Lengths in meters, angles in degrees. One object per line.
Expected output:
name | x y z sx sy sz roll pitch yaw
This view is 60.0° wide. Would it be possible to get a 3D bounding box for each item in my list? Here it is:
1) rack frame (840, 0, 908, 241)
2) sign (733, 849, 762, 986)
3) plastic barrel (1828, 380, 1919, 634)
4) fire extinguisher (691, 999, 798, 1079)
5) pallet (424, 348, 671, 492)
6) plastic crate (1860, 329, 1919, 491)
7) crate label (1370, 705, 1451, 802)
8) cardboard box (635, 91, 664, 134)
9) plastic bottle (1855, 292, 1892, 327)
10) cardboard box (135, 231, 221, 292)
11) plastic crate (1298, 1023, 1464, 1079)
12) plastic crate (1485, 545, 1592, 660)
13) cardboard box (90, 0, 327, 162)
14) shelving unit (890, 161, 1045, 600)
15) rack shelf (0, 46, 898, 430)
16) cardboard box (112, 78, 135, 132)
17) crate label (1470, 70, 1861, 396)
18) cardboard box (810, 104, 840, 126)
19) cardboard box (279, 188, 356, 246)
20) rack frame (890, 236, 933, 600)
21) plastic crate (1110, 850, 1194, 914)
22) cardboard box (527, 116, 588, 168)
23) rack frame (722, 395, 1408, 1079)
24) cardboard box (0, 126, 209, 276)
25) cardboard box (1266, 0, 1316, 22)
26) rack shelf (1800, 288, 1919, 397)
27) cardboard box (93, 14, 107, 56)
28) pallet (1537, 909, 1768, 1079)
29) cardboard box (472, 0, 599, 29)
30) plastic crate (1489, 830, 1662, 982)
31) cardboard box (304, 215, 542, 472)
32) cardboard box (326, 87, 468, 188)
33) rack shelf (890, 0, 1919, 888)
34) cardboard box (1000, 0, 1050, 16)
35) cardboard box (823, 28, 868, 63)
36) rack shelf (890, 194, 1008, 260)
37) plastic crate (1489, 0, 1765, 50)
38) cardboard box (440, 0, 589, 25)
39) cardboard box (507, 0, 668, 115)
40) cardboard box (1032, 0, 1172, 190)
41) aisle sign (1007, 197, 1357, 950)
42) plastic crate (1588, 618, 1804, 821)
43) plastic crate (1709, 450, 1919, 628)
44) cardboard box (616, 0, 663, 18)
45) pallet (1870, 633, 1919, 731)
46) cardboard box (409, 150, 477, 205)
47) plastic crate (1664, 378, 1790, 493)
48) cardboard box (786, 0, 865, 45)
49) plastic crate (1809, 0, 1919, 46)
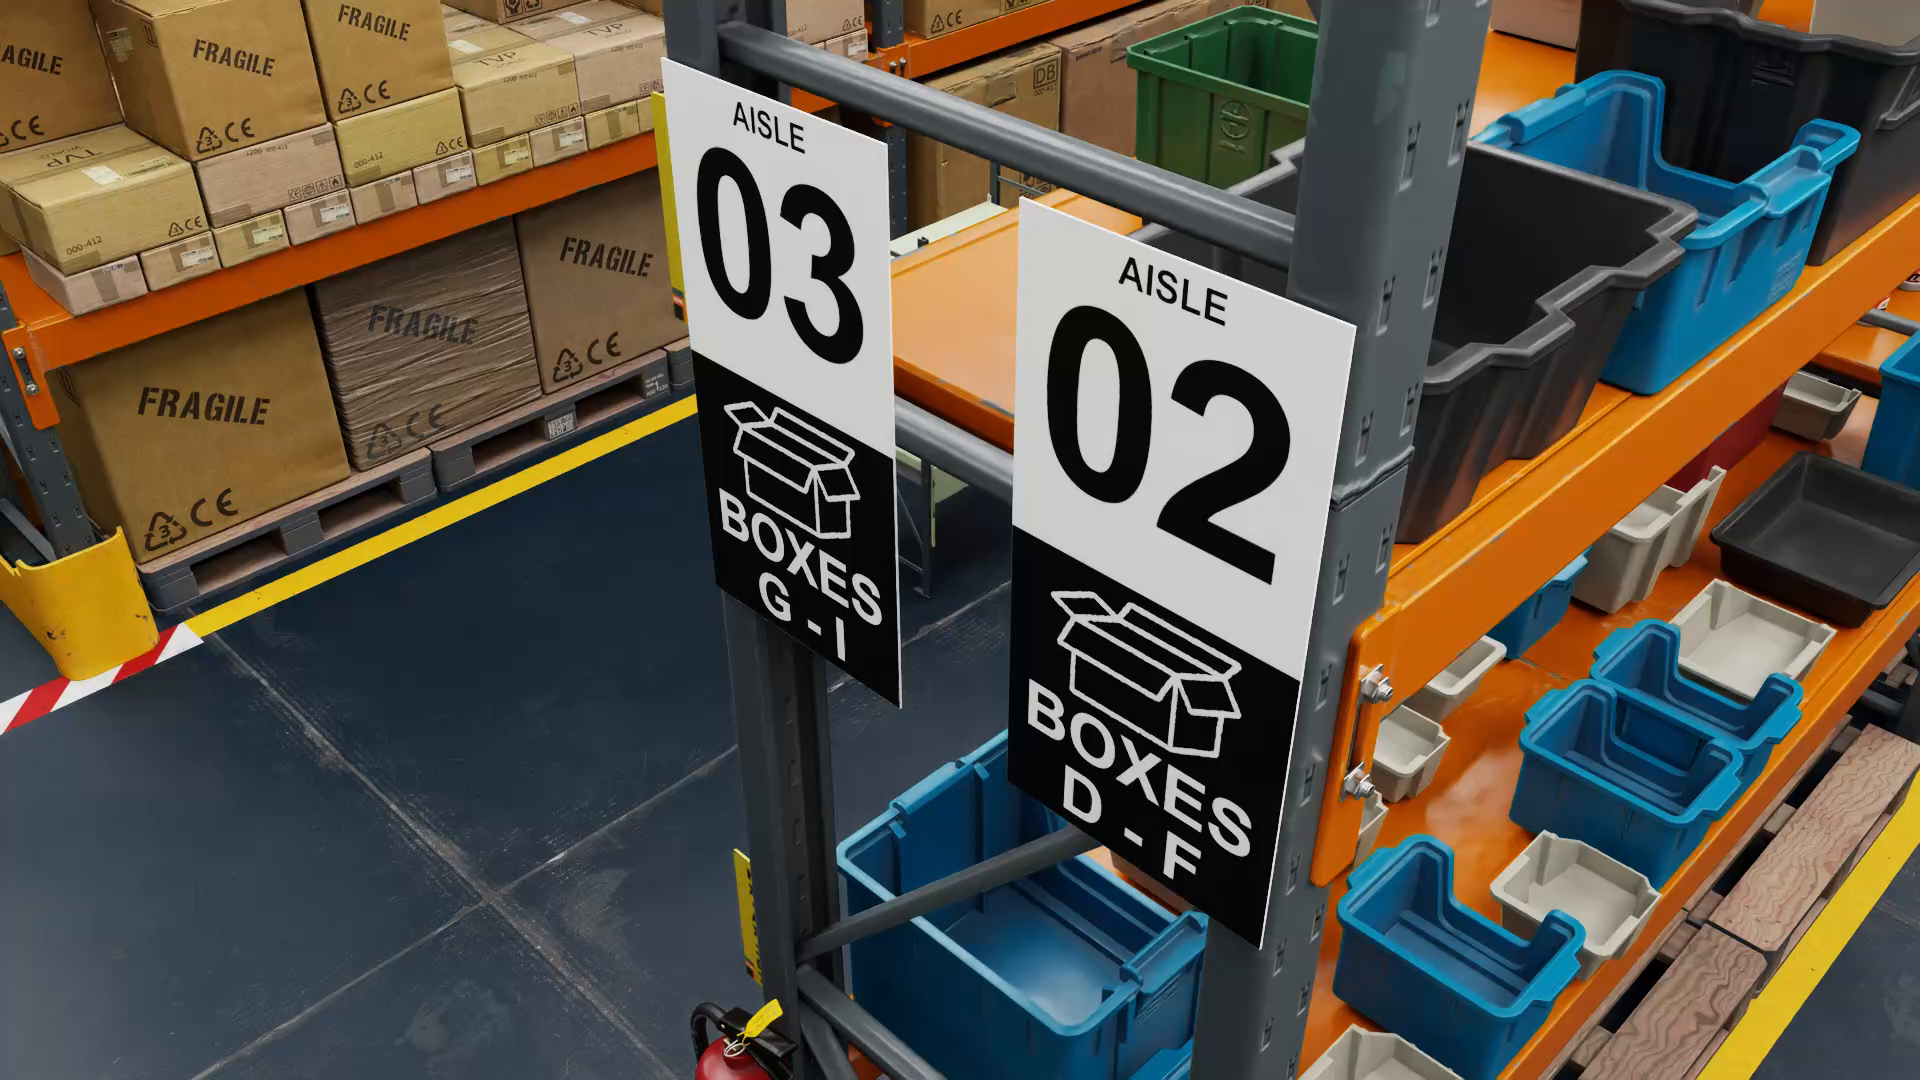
rack frame | -0.656 -2.642 7.916 1.000 3.000 0.127 30 45 35
sign | -0.362 0.696 2.988 0.100 0.325 0.005 30 45 35
plastic barrel | 3.254 -0.171 5.841 0.600 0.901 0.708 30 45 35
fire extinguisher | -0.389 1.041 3.029 0.296 0.674 0.183 30 45 35
pallet | -2.107 -0.724 7.603 1.003 0.211 1.213 30 45 35
plastic crate | 2.771 -0.337 4.573 0.392 0.384 0.575 30 45 35
crate label | 0.880 0.423 3.700 0.396 0.136 0.243 30 45 35
cardboard box | -1.364 -1.865 7.022 0.250 0.149 0.380 -29 44 -35
plastic bottle | 3.008 -0.812 5.466 0.097 0.201 0.097 0 35 0
cardboard box | -2.811 -1.031 5.826 0.380 0.149 0.250 29 44 35
plastic crate | 0.732 0.997 2.876 0.250 0.136 0.298 30 45 35
plastic crate | 1.305 0.085 4.100 0.416 0.233 0.300 30 45 35
cardboard box | -2.593 -1.675 5.746 0.500 0.500 0.500 28 44 34
shelving unit | 0.005 -0.618 6.325 0.431 1.500 0.755 30 45 35
rack shelf | -2.066 -1.535 6.958 1.077 0.370 4.000 30 45 35
cardboard box | -2.964 -1.588 6.276 0.500 0.250 0.500 29 44 35
crate label | 0.919 -0.436 2.260 0.408 0.251 0.502 30 45 35
cardboard box | -1.178 -1.707 8.066 0.875 0.875 0.875 30 45 35
cardboard box | -2.448 -1.242 6.128 0.380 0.149 0.250 29 44 35
rack frame | -0.253 -0.469 6.112 0.400 1.500 0.023 30 45 35
plastic crate | 0.486 0.657 3.363 0.396 0.136 0.243 30 45 35
cardboard box | -1.724 -1.659 6.726 0.250 0.149 0.380 -29 44 -35
rack frame | 0.040 0.978 2.726 1.000 3.000 0.127 30 45 35
cardboard box | -2.945 -1.165 5.669 0.500 0.250 0.500 28 44 34
cardboard box | 1.661 -3.295 10.343 1.225 0.875 0.875 27 43 33
rack shelf | 4.267 -1.163 6.424 1.077 0.370 4.000 30 45 35
cardboard box | -5.291 -3.064 10.126 0.380 0.149 0.250 30 45 35
pallet | 1.508 1.310 4.688 1.003 0.211 1.213 30 45 35
cardboard box | -1.888 -2.205 7.161 0.500 0.250 0.500 -29 44 -35
plastic crate | 1.210 0.722 3.271 0.250 0.136 0.298 30 45 35
cardboard box | -2.439 -0.981 7.024 0.875 0.875 0.875 30 45 35
cardboard box | -2.227 -1.581 6.266 0.500 0.250 0.500 28 44 34
rack shelf | 1.449 -0.769 3.238 1.077 0.370 4.000 30 45 35
cardboard box | 0.199 -2.974 8.304 0.500 0.500 0.500 30 45 35
cardboard box | -0.639 -2.283 7.621 0.250 0.149 0.380 -30 45 -35
rack shelf | 0.005 -0.938 6.102 0.431 0.370 0.720 30 45 35
plastic crate | 1.320 -1.083 3.289 0.437 0.136 0.530 30 45 35
cardboard box | -1.891 -2.509 6.941 0.500 0.500 0.500 28 44 34
cardboard box | -1.504 -1.999 6.866 0.500 0.250 0.500 -29 44 -35
cardboard box | 0.409 -2.574 9.309 1.225 0.875 0.875 28 44 34
aisle sign | 0.200 0.060 1.769 0.394 0.787 0.004 30 45 35
plastic crate | 1.587 0.398 3.651 0.416 0.233 0.300 30 45 35
plastic crate | 2.260 0.005 4.309 0.437 0.125 0.590 30 45 35
cardboard box | -1.147 -2.514 6.948 0.500 0.500 0.500 -29 44 -35
pallet | 3.432 0.201 6.277 1.003 0.211 1.213 30 45 35
cardboard box | -2.086 -1.449 6.426 0.380 0.149 0.250 29 44 35
plastic crate | 2.051 -0.435 4.644 0.402 0.464 0.583 30 45 35
cardboard box | -0.781 -2.418 7.465 0.500 0.250 0.500 29 44 35
plastic crate | 1.821 -0.979 3.013 0.437 0.282 0.530 30 45 35
